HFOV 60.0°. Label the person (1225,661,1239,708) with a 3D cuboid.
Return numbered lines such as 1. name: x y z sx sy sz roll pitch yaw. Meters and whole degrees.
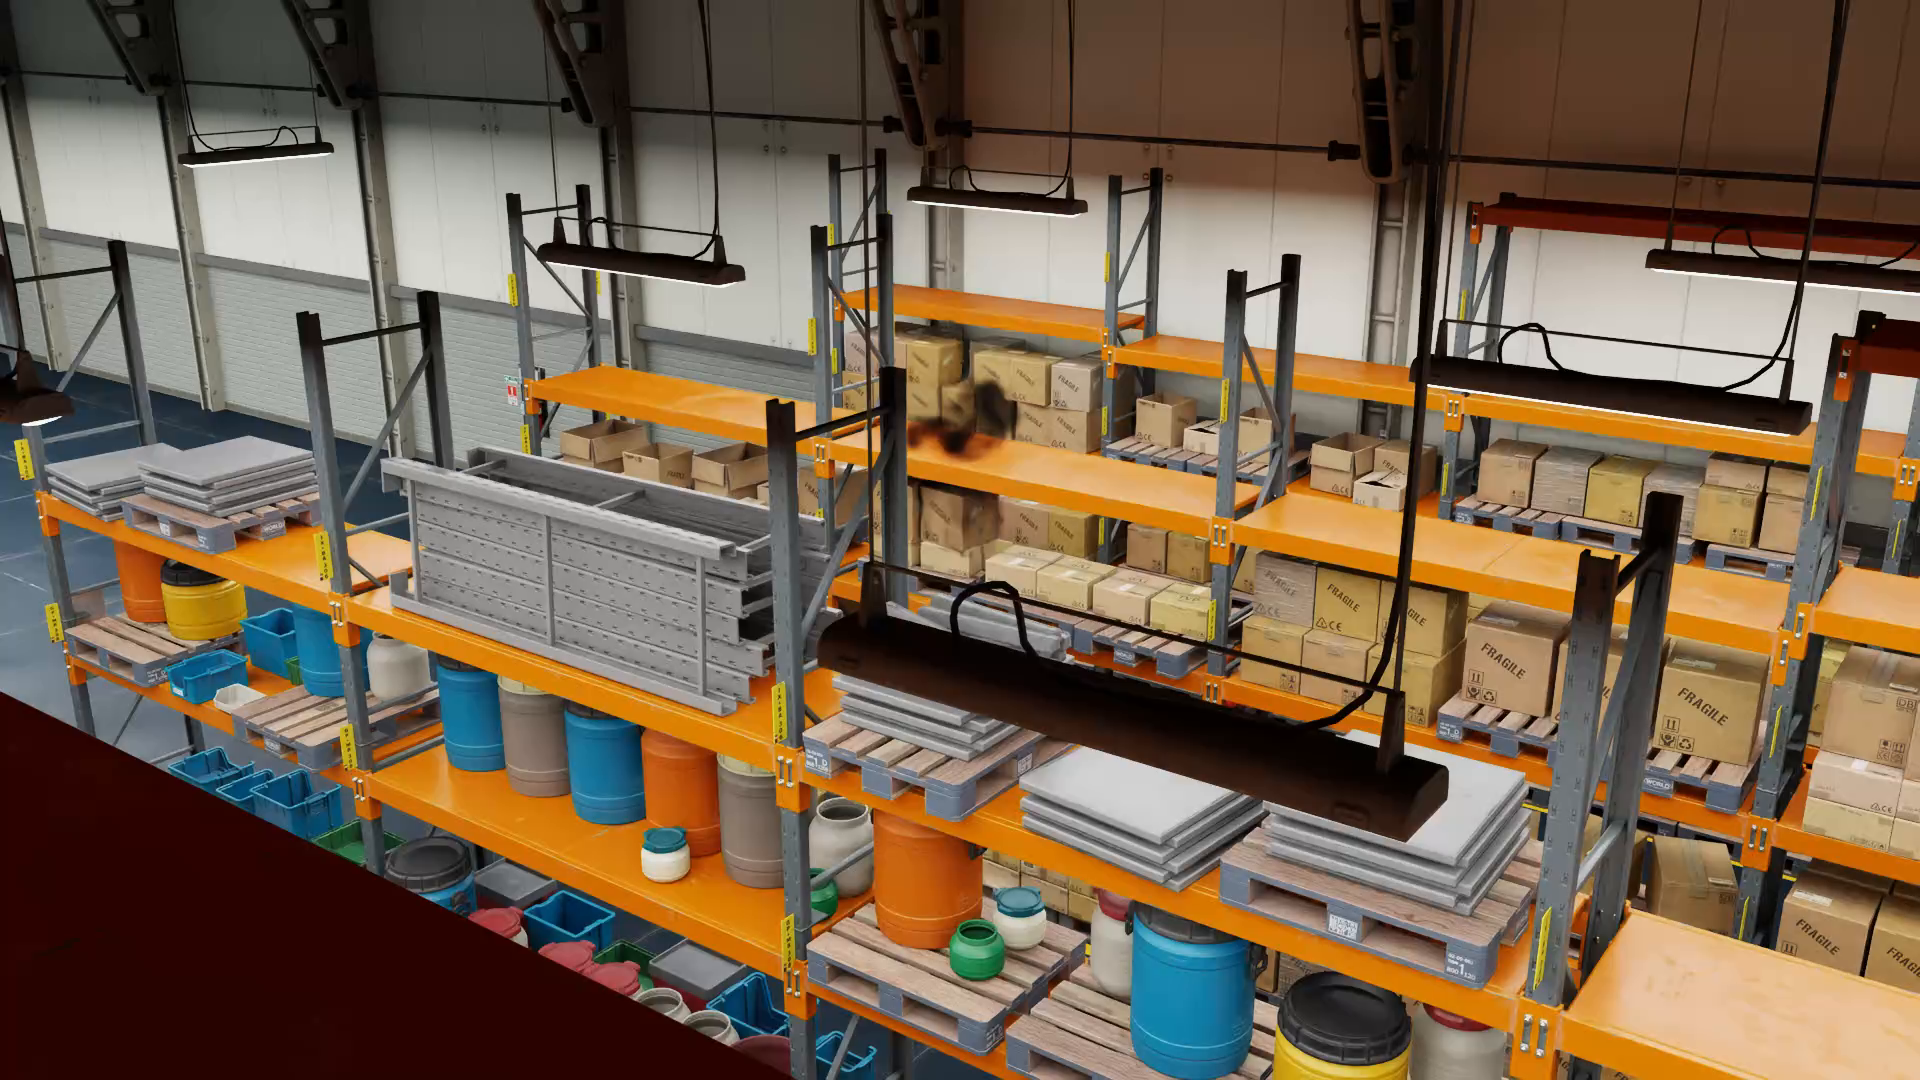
1. person: 2.413 1.917 15.928 0.514 1.711 0.728 10 21 28
